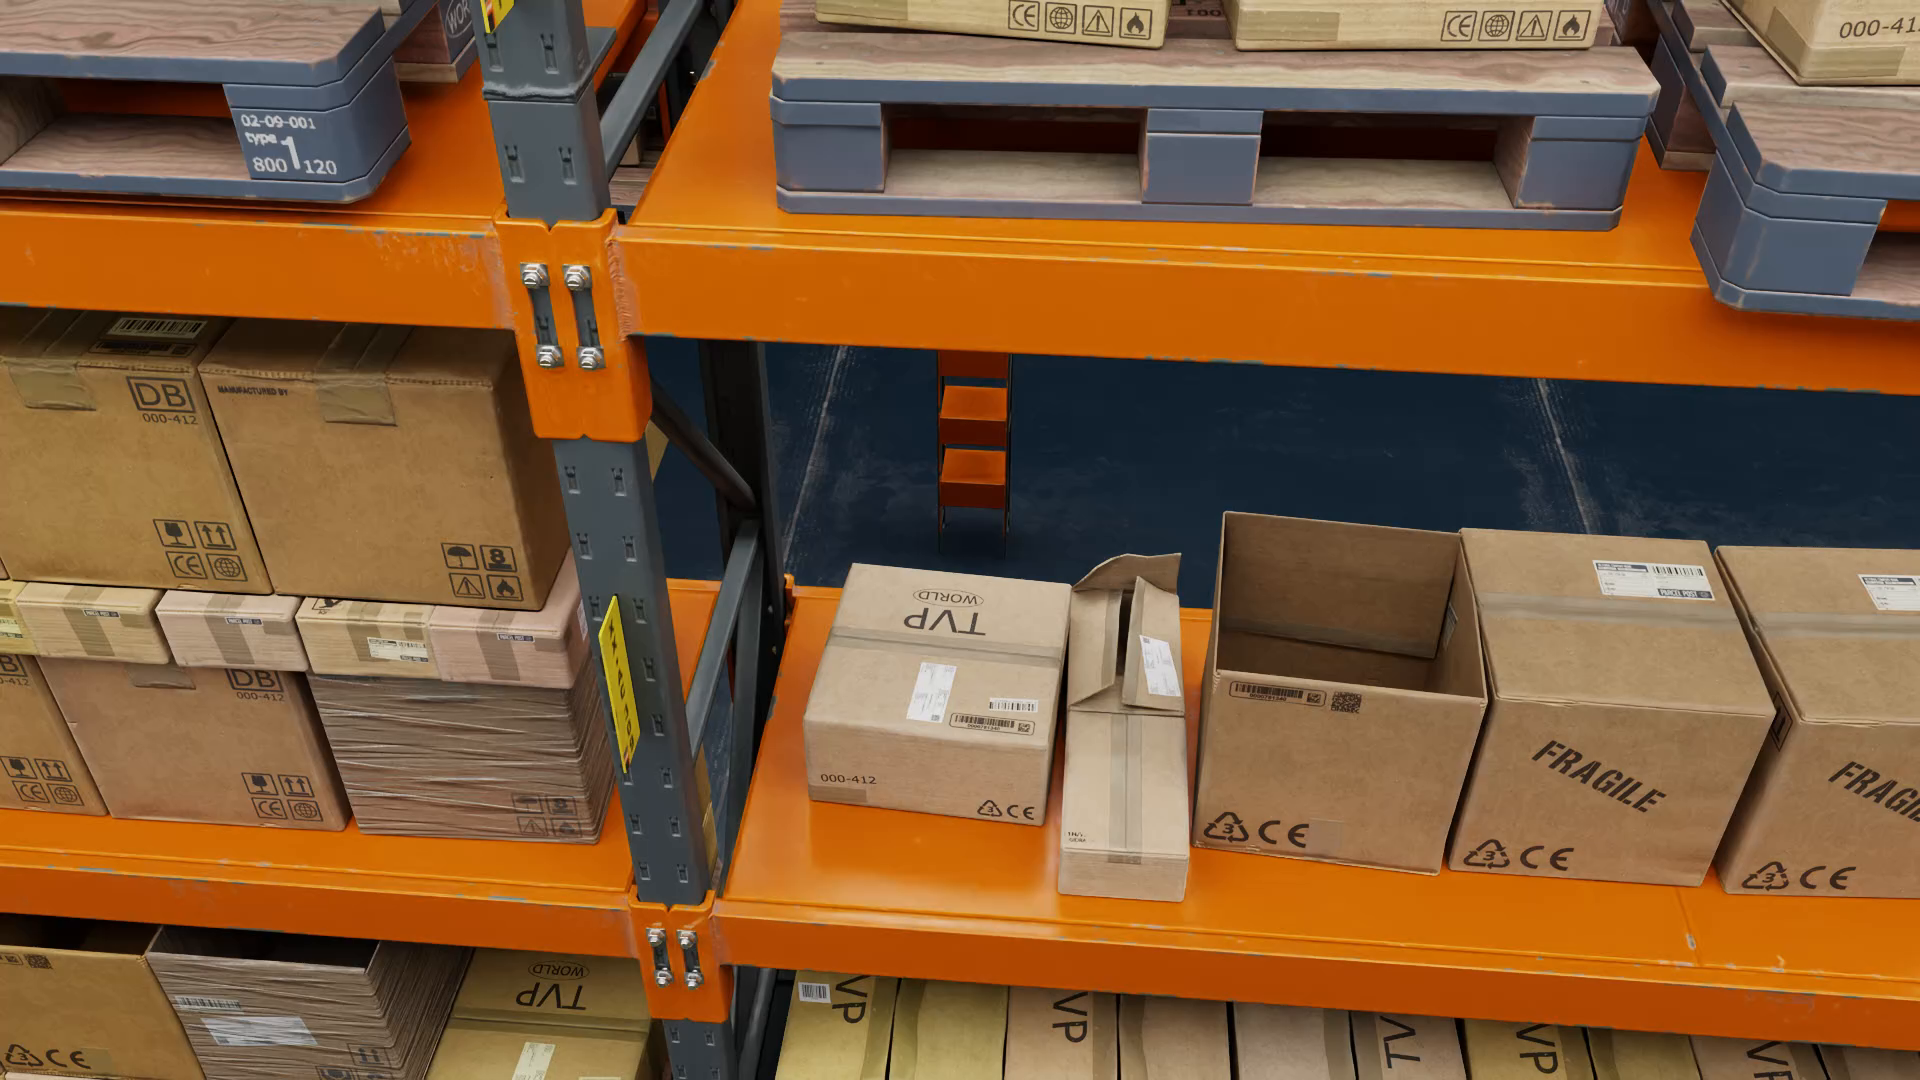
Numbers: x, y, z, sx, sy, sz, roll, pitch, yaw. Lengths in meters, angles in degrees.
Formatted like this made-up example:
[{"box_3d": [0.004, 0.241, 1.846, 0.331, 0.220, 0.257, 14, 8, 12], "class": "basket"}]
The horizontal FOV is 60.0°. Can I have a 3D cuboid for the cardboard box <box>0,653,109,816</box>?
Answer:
[{"box_3d": [-1.998, 0.152, 3.607, 0.500, 0.500, 0.700, 4, 39, 5], "class": "cardboard box"}]

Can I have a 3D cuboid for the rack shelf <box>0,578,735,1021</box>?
[{"box_3d": [-2.522, 0.436, 3.908, 4.000, 0.370, 1.077, 3, 39, 4], "class": "rack shelf"}]

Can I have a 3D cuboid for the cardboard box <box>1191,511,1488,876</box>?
[{"box_3d": [0.759, 0.308, 3.417, 0.500, 0.500, 0.500, 6, 40, 7], "class": "cardboard box"}]

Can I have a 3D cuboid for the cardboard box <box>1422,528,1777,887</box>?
[{"box_3d": [1.258, 0.335, 3.383, 0.500, 0.500, 0.500, 3, 39, 4], "class": "cardboard box"}]

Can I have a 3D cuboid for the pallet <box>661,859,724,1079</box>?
[{"box_3d": [-1.318, 1.278, 4.513, 1.213, 0.211, 1.003, 3, 39, 4], "class": "pallet"}]

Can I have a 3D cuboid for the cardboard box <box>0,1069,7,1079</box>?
[{"box_3d": [-2.505, 1.203, 4.241, 0.500, 0.250, 0.500, 3, 39, 4], "class": "cardboard box"}]

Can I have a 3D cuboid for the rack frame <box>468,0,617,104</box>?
[{"box_3d": [-0.530, -2.061, 1.654, 0.127, 3.000, 1.000, 3, 39, 4], "class": "rack frame"}]

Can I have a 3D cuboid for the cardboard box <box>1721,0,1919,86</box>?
[{"box_3d": [1.370, -0.860, 2.340, 0.500, 0.250, 0.500, 0, 39, 0], "class": "cardboard box"}]

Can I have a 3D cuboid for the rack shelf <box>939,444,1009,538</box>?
[{"box_3d": [0.053, -0.180, 6.097, 0.240, 0.259, 0.215, 3, 39, 4], "class": "rack shelf"}]

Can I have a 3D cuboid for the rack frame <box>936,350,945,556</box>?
[{"box_3d": [-0.068, -0.411, 5.923, 0.008, 1.050, 0.200, 3, 39, 4], "class": "rack frame"}]

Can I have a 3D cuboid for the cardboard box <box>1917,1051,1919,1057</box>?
[{"box_3d": [2.394, 1.272, 3.713, 0.500, 0.311, 0.500, 3, 39, 3], "class": "cardboard box"}]

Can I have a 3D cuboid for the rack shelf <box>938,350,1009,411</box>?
[{"box_3d": [0.053, -0.616, 5.743, 0.240, 0.259, 0.215, 3, 39, 4], "class": "rack shelf"}]

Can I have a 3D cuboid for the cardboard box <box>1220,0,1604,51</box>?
[{"box_3d": [0.631, -0.935, 2.432, 0.500, 0.250, 0.500, 0, 39, -1], "class": "cardboard box"}]

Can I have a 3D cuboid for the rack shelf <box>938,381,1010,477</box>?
[{"box_3d": [0.053, -0.396, 5.922, 0.240, 0.259, 0.215, 3, 39, 4], "class": "rack shelf"}]

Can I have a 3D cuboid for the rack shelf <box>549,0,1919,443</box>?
[{"box_3d": [1.463, -0.510, 2.694, 4.000, 0.370, 1.077, 3, 39, 4], "class": "rack shelf"}]

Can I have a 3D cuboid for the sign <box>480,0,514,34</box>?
[{"box_3d": [-0.576, -0.780, 1.983, 0.005, 0.325, 0.100, 3, 39, 4], "class": "sign"}]

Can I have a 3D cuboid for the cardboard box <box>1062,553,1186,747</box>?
[{"box_3d": [0.362, 0.250, 3.673, 0.258, 0.266, 0.396, 2, 39, 3], "class": "cardboard box"}]

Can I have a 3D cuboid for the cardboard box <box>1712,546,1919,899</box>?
[{"box_3d": [1.782, 0.364, 3.348, 0.500, 0.500, 0.500, 1, 39, 1], "class": "cardboard box"}]

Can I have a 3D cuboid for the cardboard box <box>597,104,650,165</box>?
[{"box_3d": [-1.698, -2.015, 8.259, 0.250, 0.149, 0.380, 0, 39, 0], "class": "cardboard box"}]

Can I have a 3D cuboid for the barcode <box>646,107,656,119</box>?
[{"box_3d": [-1.557, -2.139, 8.323, 0.075, 0.075, 0.001, 3, 39, 4], "class": "barcode"}]

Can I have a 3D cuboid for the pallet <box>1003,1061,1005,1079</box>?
[{"box_3d": [0.208, 1.363, 4.408, 1.213, 0.211, 1.003, 3, 39, 4], "class": "pallet"}]

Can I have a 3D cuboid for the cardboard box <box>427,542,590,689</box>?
[{"box_3d": [-0.819, 0.095, 3.164, 0.250, 0.149, 0.380, 3, 39, 4], "class": "cardboard box"}]

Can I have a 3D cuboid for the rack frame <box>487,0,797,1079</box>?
[{"box_3d": [-0.530, 0.266, 3.547, 0.127, 3.000, 1.000, 3, 39, 4], "class": "rack frame"}]

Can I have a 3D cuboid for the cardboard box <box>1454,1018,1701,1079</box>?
[{"box_3d": [1.392, 1.214, 3.784, 0.500, 0.311, 0.500, 4, 39, 5], "class": "cardboard box"}]

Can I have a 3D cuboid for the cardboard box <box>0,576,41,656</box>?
[{"box_3d": [-1.833, 0.039, 3.233, 0.250, 0.149, 0.380, 3, 39, 4], "class": "cardboard box"}]

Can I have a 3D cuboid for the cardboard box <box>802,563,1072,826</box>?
[{"box_3d": [-0.035, 0.323, 3.595, 0.500, 0.250, 0.500, 5, 39, 7], "class": "cardboard box"}]

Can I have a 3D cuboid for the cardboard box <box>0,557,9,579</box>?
[{"box_3d": [-1.975, -0.351, 3.198, 0.500, 0.500, 0.700, 3, 39, 4], "class": "cardboard box"}]

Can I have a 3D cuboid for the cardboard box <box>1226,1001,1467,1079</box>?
[{"box_3d": [0.875, 1.189, 3.814, 0.500, 0.311, 0.500, 2, 39, 2], "class": "cardboard box"}]

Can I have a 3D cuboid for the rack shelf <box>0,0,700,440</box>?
[{"box_3d": [-2.522, -0.727, 2.961, 4.000, 0.370, 1.077, 3, 39, 4], "class": "rack shelf"}]

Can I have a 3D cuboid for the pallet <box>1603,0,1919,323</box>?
[{"box_3d": [1.657, -0.646, 2.441, 1.213, 0.211, 1.003, 5, 39, 6], "class": "pallet"}]

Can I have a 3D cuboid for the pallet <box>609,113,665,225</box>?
[{"box_3d": [-1.997, -1.848, 8.353, 1.213, 0.211, 1.003, 3, 39, 4], "class": "pallet"}]

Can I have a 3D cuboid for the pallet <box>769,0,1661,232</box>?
[{"box_3d": [0.350, -0.784, 2.612, 1.217, 0.209, 0.805, 2, 39, 2], "class": "pallet"}]

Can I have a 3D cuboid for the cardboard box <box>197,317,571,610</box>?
[{"box_3d": [-0.972, -0.296, 3.131, 0.500, 0.500, 0.700, 3, 39, 4], "class": "cardboard box"}]

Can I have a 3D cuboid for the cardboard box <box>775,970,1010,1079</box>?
[{"box_3d": [-0.139, 1.131, 3.886, 0.500, 0.311, 0.500, 3, 39, 4], "class": "cardboard box"}]

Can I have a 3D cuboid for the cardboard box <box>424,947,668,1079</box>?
[{"box_3d": [-1.010, 1.281, 4.145, 0.500, 0.250, 0.500, 3, 39, 4], "class": "cardboard box"}]

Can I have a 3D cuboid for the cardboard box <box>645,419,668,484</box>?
[{"box_3d": [-0.781, -0.161, 3.479, 0.250, 0.149, 0.380, 3, 39, 4], "class": "cardboard box"}]

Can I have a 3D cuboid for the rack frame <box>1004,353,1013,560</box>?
[{"box_3d": [0.175, -0.398, 5.907, 0.008, 1.050, 0.200, 3, 39, 4], "class": "rack frame"}]

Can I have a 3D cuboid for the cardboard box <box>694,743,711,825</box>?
[{"box_3d": [-0.965, 0.656, 4.319, 0.500, 0.500, 0.500, 3, 39, 4], "class": "cardboard box"}]

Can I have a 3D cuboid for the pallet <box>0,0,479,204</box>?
[{"box_3d": [-1.382, -0.893, 2.665, 1.213, 0.211, 1.003, 3, 39, 4], "class": "pallet"}]

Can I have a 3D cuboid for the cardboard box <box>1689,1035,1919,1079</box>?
[{"box_3d": [1.891, 1.243, 3.749, 0.500, 0.311, 0.500, 3, 39, 4], "class": "cardboard box"}]

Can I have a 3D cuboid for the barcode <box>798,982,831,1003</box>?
[{"box_3d": [-0.311, 0.968, 3.556, 0.075, 0.075, 0.001, 3, 39, 4], "class": "barcode"}]

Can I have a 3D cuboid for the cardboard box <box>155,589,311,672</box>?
[{"box_3d": [-1.326, 0.068, 3.197, 0.250, 0.149, 0.380, 2, 39, 3], "class": "cardboard box"}]

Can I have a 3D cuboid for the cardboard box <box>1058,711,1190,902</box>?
[{"box_3d": [0.336, 0.540, 3.409, 0.250, 0.149, 0.380, 3, 39, 4], "class": "cardboard box"}]

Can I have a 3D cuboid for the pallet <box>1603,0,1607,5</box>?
[{"box_3d": [3.160, -2.529, 7.133, 1.003, 0.211, 1.213, 3, 39, 4], "class": "pallet"}]

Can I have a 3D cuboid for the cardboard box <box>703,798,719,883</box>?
[{"box_3d": [-0.965, 0.953, 4.548, 0.500, 0.250, 0.500, 3, 39, 4], "class": "cardboard box"}]

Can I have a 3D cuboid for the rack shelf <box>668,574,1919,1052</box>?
[{"box_3d": [1.463, 0.654, 3.641, 4.000, 0.370, 1.077, 3, 39, 4], "class": "rack shelf"}]

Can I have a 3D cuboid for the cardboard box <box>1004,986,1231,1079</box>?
[{"box_3d": [0.359, 1.162, 3.848, 0.500, 0.311, 0.500, 3, 39, 3], "class": "cardboard box"}]

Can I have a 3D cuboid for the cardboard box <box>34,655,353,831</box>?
[{"box_3d": [-1.498, 0.182, 3.571, 0.500, 0.500, 0.700, 3, 39, 3], "class": "cardboard box"}]

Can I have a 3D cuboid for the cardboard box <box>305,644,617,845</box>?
[{"box_3d": [-0.972, 0.207, 3.541, 0.500, 0.500, 0.700, 2, 39, 3], "class": "cardboard box"}]

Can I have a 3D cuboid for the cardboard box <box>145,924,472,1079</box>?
[{"box_3d": [-1.508, 0.956, 3.951, 0.500, 0.500, 0.500, 3, 39, 4], "class": "cardboard box"}]

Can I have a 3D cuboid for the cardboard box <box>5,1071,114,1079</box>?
[{"box_3d": [-2.007, 1.230, 4.208, 0.500, 0.250, 0.500, 3, 39, 4], "class": "cardboard box"}]

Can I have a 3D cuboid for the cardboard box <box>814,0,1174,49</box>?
[{"box_3d": [0.083, -0.963, 2.467, 0.500, 0.250, 0.500, 7, 40, 8], "class": "cardboard box"}]

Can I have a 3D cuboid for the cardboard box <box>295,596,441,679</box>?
[{"box_3d": [-1.065, 0.081, 3.182, 0.250, 0.149, 0.380, 2, 39, 3], "class": "cardboard box"}]

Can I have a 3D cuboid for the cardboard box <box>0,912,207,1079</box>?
[{"box_3d": [-2.006, 0.931, 3.981, 0.500, 0.500, 0.500, 3, 39, 4], "class": "cardboard box"}]

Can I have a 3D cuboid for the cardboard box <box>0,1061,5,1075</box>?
[{"box_3d": [-2.505, 0.913, 4.004, 0.500, 0.500, 0.500, 3, 39, 4], "class": "cardboard box"}]

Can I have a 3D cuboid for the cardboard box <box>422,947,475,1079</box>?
[{"box_3d": [-1.508, 1.248, 4.186, 0.500, 0.250, 0.500, 3, 39, 4], "class": "cardboard box"}]

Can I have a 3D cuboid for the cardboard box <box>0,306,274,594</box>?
[{"box_3d": [-1.476, -0.323, 3.164, 0.500, 0.500, 0.700, 3, 39, 4], "class": "cardboard box"}]

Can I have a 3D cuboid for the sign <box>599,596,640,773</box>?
[{"box_3d": [-0.576, 0.248, 2.820, 0.005, 0.325, 0.100, 3, 39, 4], "class": "sign"}]

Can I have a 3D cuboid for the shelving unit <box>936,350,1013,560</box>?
[{"box_3d": [0.053, -0.404, 5.915, 0.252, 1.050, 0.215, 3, 39, 4], "class": "shelving unit"}]

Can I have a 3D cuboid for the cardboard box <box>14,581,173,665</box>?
[{"box_3d": [-1.588, 0.054, 3.214, 0.250, 0.149, 0.380, 3, 39, 4], "class": "cardboard box"}]
